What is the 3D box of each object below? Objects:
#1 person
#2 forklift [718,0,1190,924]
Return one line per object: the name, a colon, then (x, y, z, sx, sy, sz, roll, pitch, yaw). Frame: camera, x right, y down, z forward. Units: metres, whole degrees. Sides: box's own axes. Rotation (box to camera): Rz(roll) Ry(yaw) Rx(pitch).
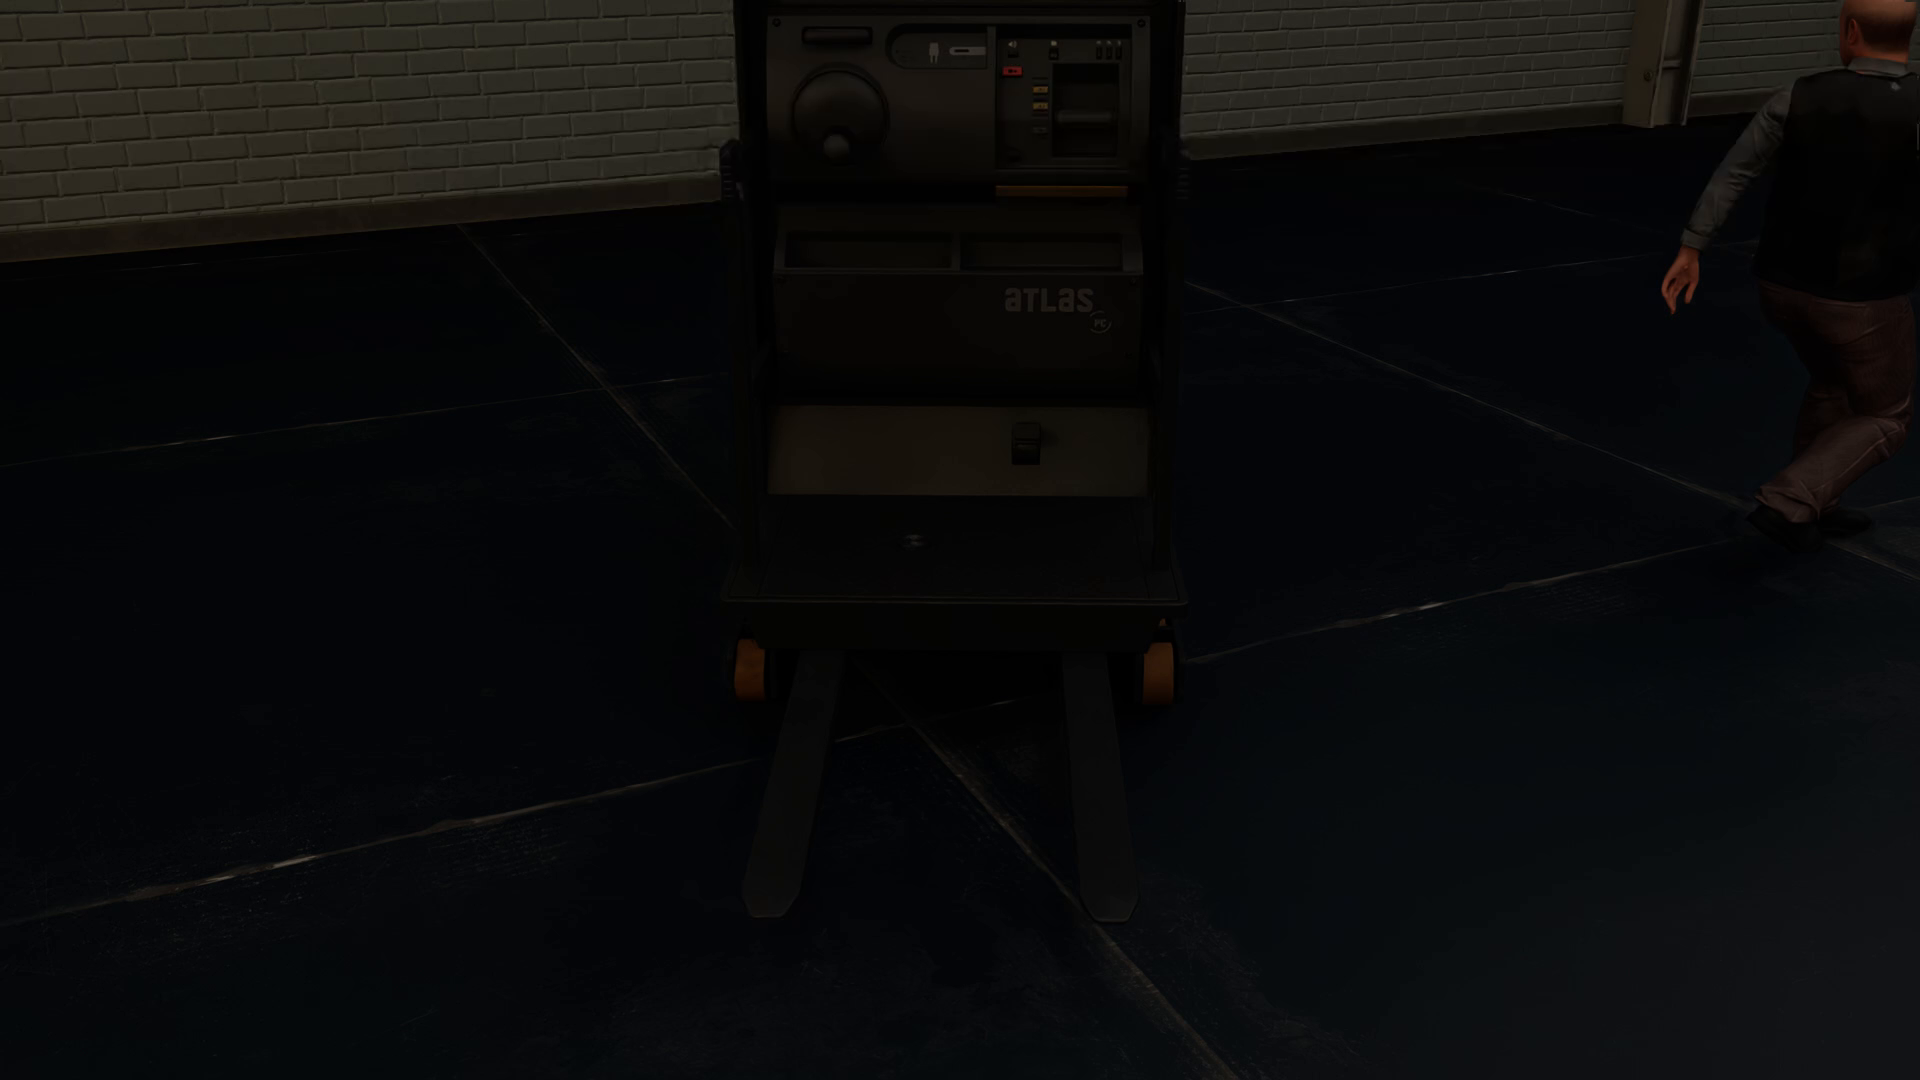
person: (2.500, -0.745, 4.779, 0.760, 1.648, 0.601, -11, 25, -25)
forklift: (-0.007, -1.062, 3.843, 1.130, 2.935, 3.031, 0, 23, 1)
